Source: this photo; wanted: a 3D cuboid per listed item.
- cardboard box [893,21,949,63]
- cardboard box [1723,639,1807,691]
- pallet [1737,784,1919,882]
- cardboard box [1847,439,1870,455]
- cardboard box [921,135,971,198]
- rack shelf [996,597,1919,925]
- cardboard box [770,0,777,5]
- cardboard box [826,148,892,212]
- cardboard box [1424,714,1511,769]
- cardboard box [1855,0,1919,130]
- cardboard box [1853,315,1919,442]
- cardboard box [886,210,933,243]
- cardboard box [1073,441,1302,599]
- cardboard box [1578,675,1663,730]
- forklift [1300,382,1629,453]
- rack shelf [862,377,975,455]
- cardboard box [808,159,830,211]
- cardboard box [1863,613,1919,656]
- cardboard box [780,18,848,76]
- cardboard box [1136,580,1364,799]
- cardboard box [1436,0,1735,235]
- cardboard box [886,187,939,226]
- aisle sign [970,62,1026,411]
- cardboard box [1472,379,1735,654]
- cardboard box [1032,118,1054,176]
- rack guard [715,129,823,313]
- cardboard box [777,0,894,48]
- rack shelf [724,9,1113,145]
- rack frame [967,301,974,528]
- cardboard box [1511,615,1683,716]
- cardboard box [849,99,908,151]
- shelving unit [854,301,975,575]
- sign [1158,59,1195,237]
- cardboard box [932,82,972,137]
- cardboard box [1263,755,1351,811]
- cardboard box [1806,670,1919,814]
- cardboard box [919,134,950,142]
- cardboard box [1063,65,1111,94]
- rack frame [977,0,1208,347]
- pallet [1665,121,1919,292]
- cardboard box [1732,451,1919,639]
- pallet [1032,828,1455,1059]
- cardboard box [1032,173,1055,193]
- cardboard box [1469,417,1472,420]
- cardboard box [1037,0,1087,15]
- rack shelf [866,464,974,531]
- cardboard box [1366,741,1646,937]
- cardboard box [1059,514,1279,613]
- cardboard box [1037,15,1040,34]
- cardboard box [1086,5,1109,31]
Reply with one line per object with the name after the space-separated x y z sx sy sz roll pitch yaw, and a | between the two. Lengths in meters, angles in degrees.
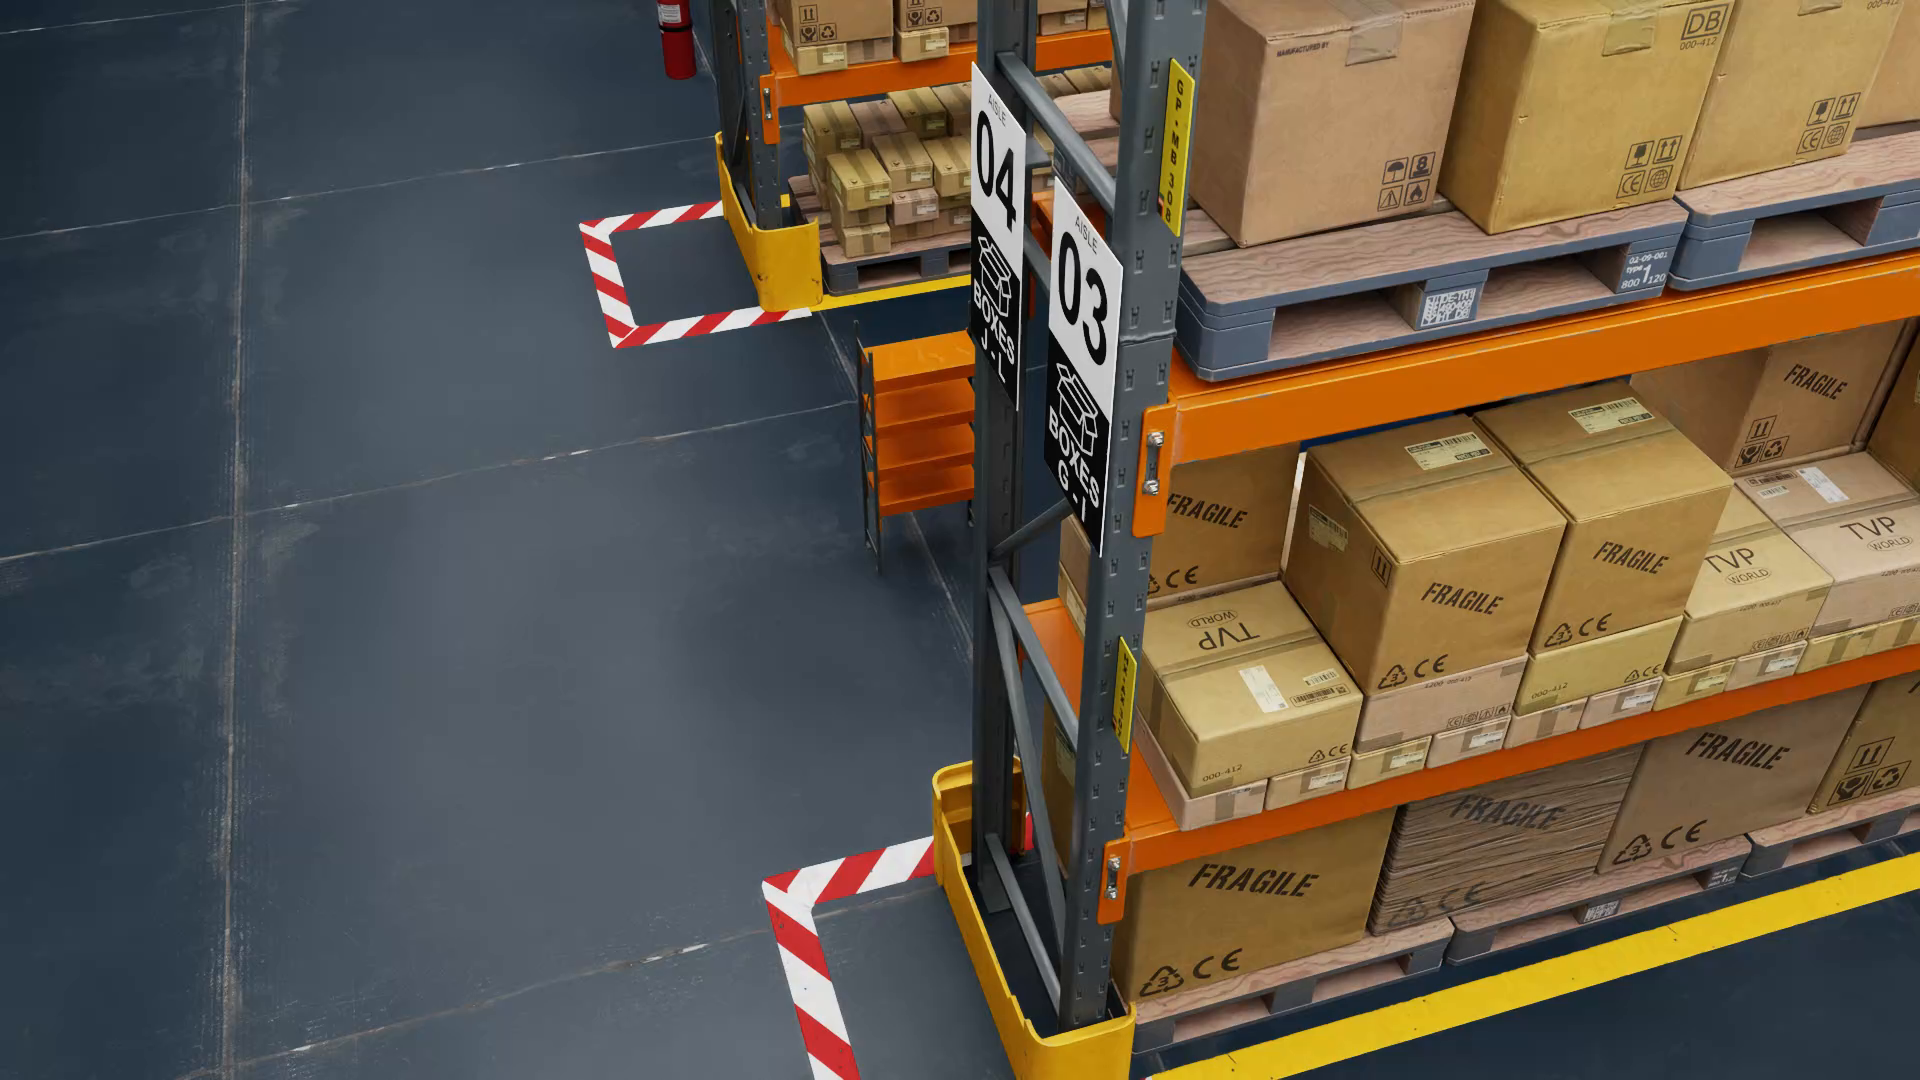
-0.234 -2.596 8.482 0.250 0.149 0.380 -13 43 -14 | cardboard box
2.403 0.270 5.201 0.250 0.149 0.380 -11 42 -12 | cardboard box
3.315 0.757 6.572 1.213 0.211 1.003 -12 42 -13 | pallet
3.061 -0.426 5.695 0.500 0.250 0.500 -12 43 -13 | cardboard box
-0.037 -2.034 9.044 0.250 0.149 0.380 -12 43 -13 | cardboard box
2.156 0.272 5.555 4.000 0.370 1.077 -12 42 -13 | rack shelf
-0.793 -3.136 8.607 0.500 0.500 0.500 -11 42 -12 | cardboard box
-0.543 -1.935 8.930 0.250 0.149 0.380 -14 43 -15 | cardboard box
1.423 0.473 4.969 0.250 0.149 0.380 -12 43 -14 | cardboard box
2.280 -1.447 4.225 0.500 0.500 0.700 -10 42 -11 | cardboard box
3.058 -0.705 5.445 0.500 0.500 0.500 -12 42 -13 | cardboard box
-0.324 -1.826 9.258 0.250 0.149 0.380 -12 43 -13 | cardboard box
0.635 -0.203 4.869 0.500 0.500 0.500 -11 42 -13 | cardboard box
1.912 0.373 5.084 0.250 0.149 0.380 -12 43 -14 | cardboard box
2.461 -1.681 7.296 3.031 2.935 1.130 -13 43 -15 | forklift
-0.158 -0.537 7.064 0.480 0.148 0.258 -12 42 -13 | rack shelf
-0.705 -2.055 9.520 0.250 0.149 0.380 -11 42 -12 | cardboard box
2.890 0.170 5.316 0.250 0.149 0.380 -11 42 -12 | cardboard box
-0.737 -2.500 8.372 0.250 0.149 0.380 -12 43 -13 | cardboard box
0.788 0.416 4.732 0.500 0.250 0.500 -13 43 -14 | cardboard box
1.302 -1.138 3.872 0.500 0.500 0.700 -13 43 -15 | cardboard box
-0.290 -1.894 9.109 0.250 0.149 0.380 -12 43 -13 | cardboard box
0.090 -0.756 4.210 0.004 0.787 0.394 -12 42 -13 | aisle sign
1.757 -0.072 4.720 0.500 0.500 0.500 -13 43 -14 | cardboard box
0.442 -2.184 9.215 0.250 0.149 0.380 -10 42 -11 | cardboard box
-1.072 -1.810 9.291 0.348 0.500 1.175 -12 42 -13 | rack guard
-0.633 -2.801 8.224 0.500 0.500 0.500 -10 42 -11 | cardboard box
0.763 -2.860 9.140 4.000 0.370 1.077 -12 42 -13 | rack shelf
0.075 -0.467 7.223 0.015 1.200 0.240 -12 42 -13 | rack frame
1.762 0.212 4.965 0.500 0.250 0.500 -13 43 -14 | cardboard box
-0.459 -2.322 9.373 0.250 0.149 0.380 -11 42 -12 | cardboard box
-0.158 -0.419 7.167 0.503 1.200 0.258 -12 42 -13 | shelving unit
0.410 -0.743 3.165 0.005 0.325 0.100 -12 42 -13 | sign
0.016 -2.464 9.536 0.250 0.149 0.380 -13 43 -15 | cardboard box
0.931 0.577 4.851 0.250 0.149 0.380 -12 43 -14 | cardboard box
3.411 0.328 6.240 0.875 0.875 0.875 -12 42 -13 | cardboard box
-0.232 -2.320 9.596 0.250 0.149 0.380 -13 43 -15 | cardboard box
0.782 -2.604 9.696 0.250 0.149 0.380 -11 42 -13 | cardboard box
0.249 -1.863 2.892 0.127 3.000 1.000 -12 42 -13 | rack frame
2.119 -1.096 4.362 1.213 0.211 1.003 -12 42 -13 | pallet
2.742 0.007 5.199 0.500 0.250 0.500 -11 42 -12 | cardboard box
0.988 1.240 6.020 1.213 0.211 1.003 -12 42 -13 | pallet
0.419 -2.092 9.336 0.250 0.149 0.380 -14 43 -15 | cardboard box
1.601 -0.122 5.347 0.500 0.250 0.500 -13 43 -15 | cardboard box
0.340 -3.012 8.465 0.500 0.500 0.500 -11 42 -12 | cardboard box
-0.158 -0.219 7.342 0.480 0.148 0.258 -12 42 -13 | rack shelf
1.703 0.682 5.835 0.875 0.875 0.875 -12 42 -13 | cardboard box
0.631 0.079 5.117 0.500 0.250 0.500 -12 43 -14 | cardboard box
0.238 -2.771 8.682 0.250 0.149 0.380 -12 43 -13 | cardboard box
0.735 -2.840 8.761 0.250 0.149 0.380 -10 42 -12 | cardboard box
